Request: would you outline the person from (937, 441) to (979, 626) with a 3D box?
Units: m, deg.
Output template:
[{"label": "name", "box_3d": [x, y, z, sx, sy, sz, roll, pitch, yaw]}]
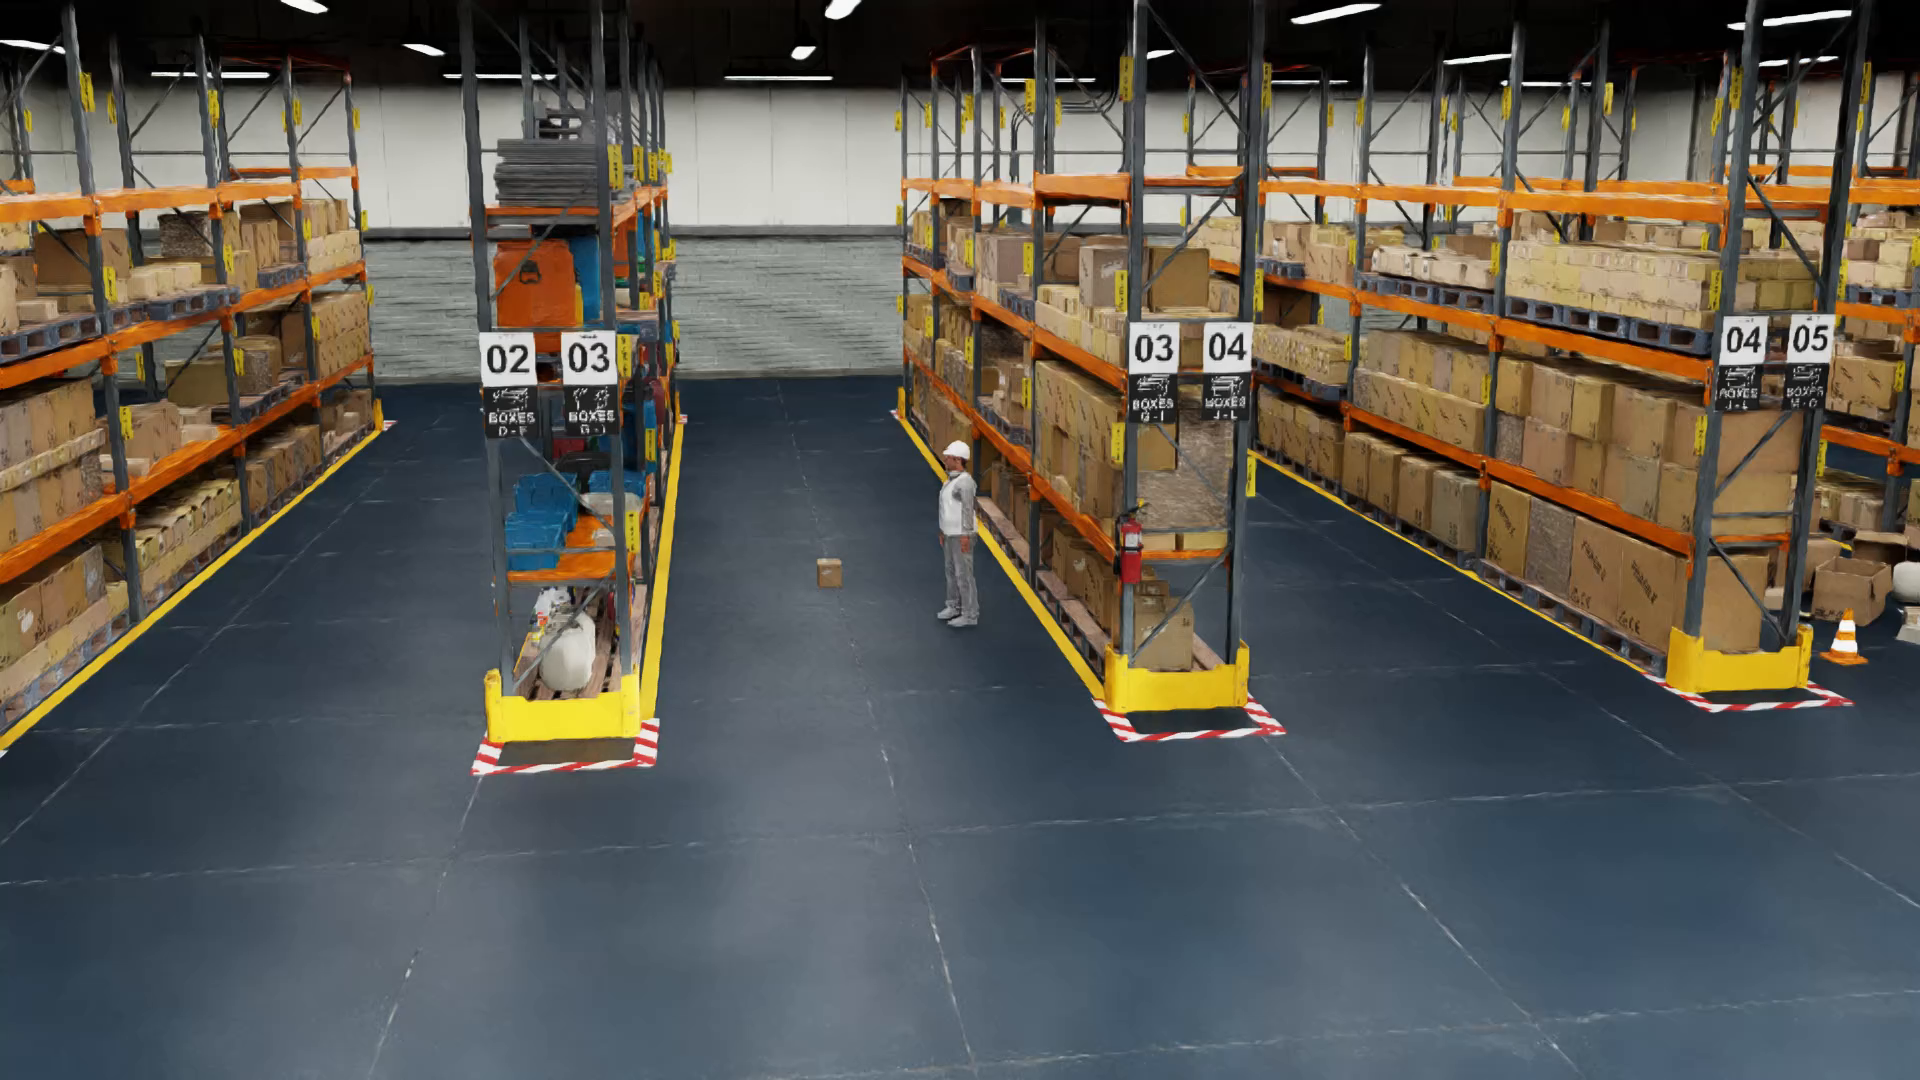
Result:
[{"label": "person", "box_3d": [-0.029, -0.080, 16.208, 0.395, 1.773, 0.548, -3, 13, -14]}]
